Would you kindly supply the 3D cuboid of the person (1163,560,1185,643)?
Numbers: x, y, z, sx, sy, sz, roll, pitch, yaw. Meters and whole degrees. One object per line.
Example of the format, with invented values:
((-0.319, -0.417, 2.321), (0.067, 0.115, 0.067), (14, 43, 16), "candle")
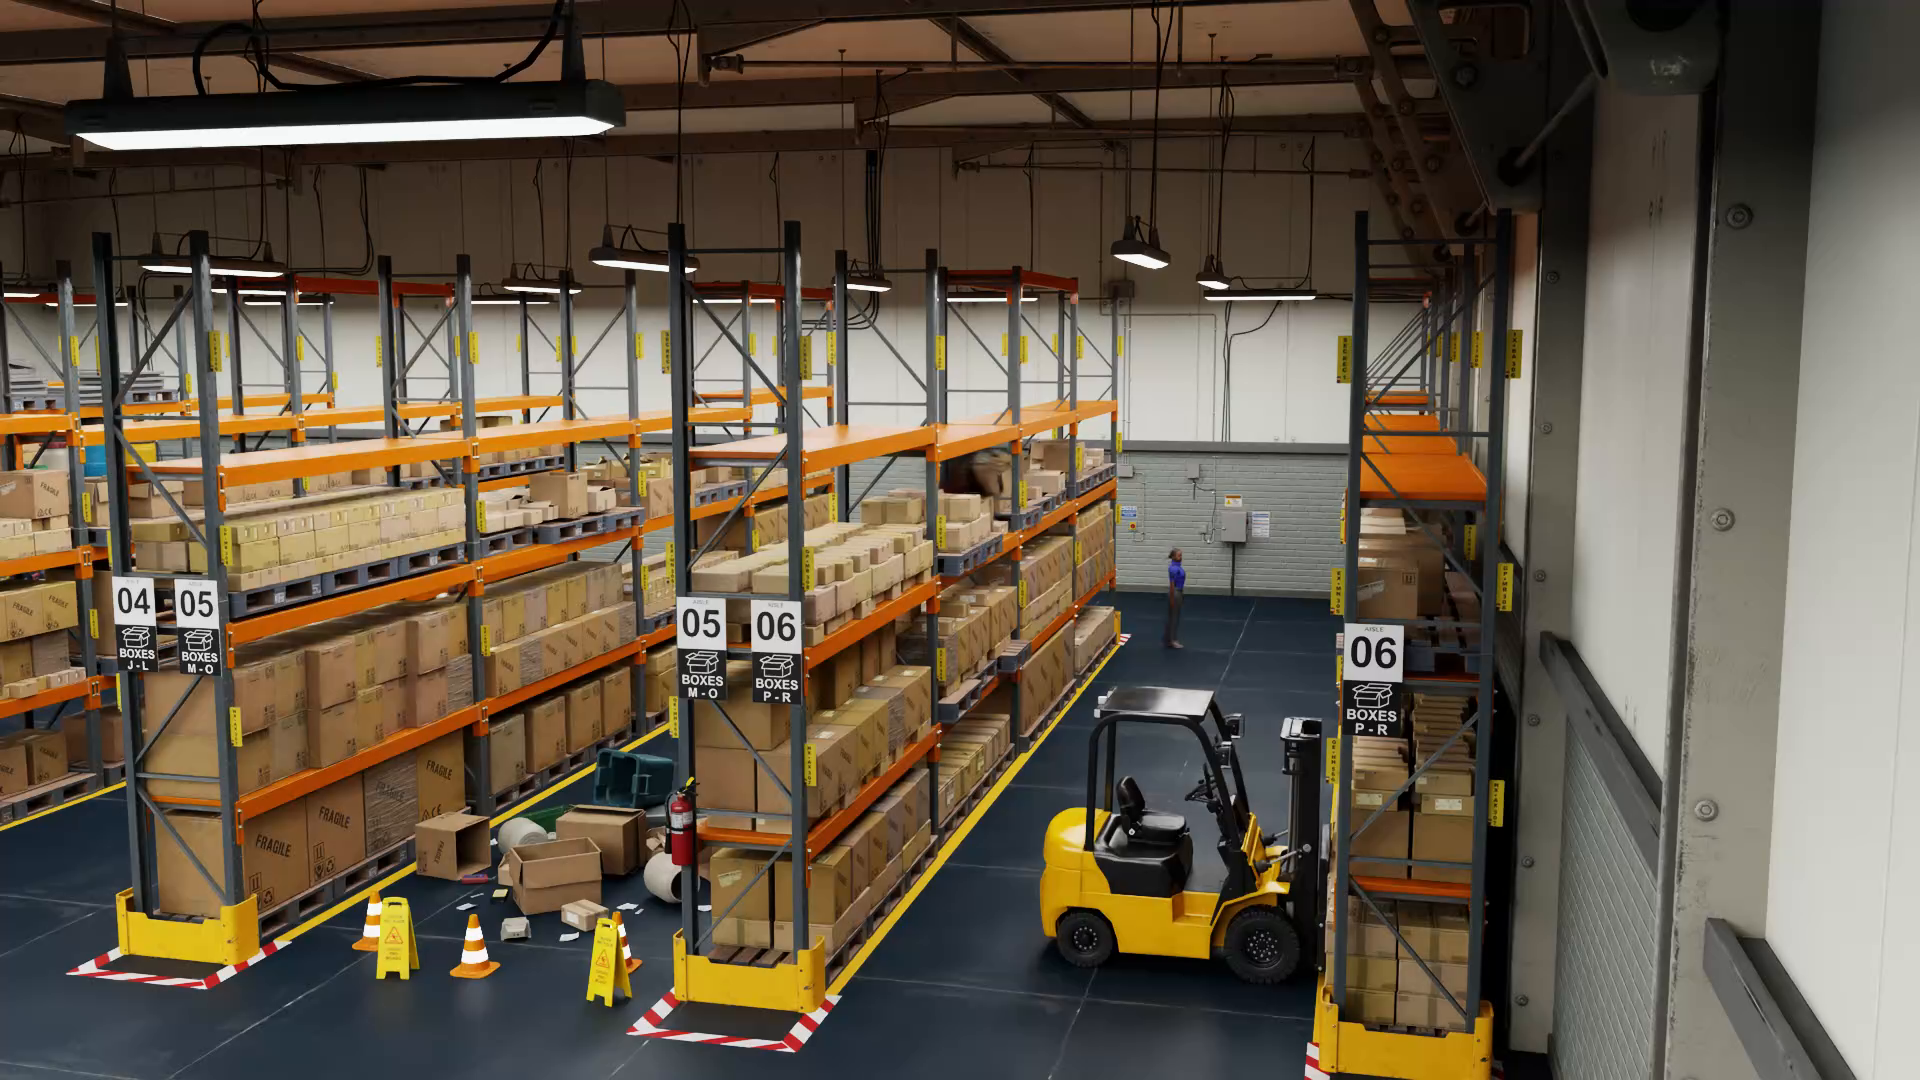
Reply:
((3.575, 1.045, 27.788), (0.342, 1.336, 0.452), (1, 7, 8), "person")

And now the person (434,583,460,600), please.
((-7.366, 1.399, 24.129), (0.609, 1.808, 0.878), (2, 7, 16), "person")
